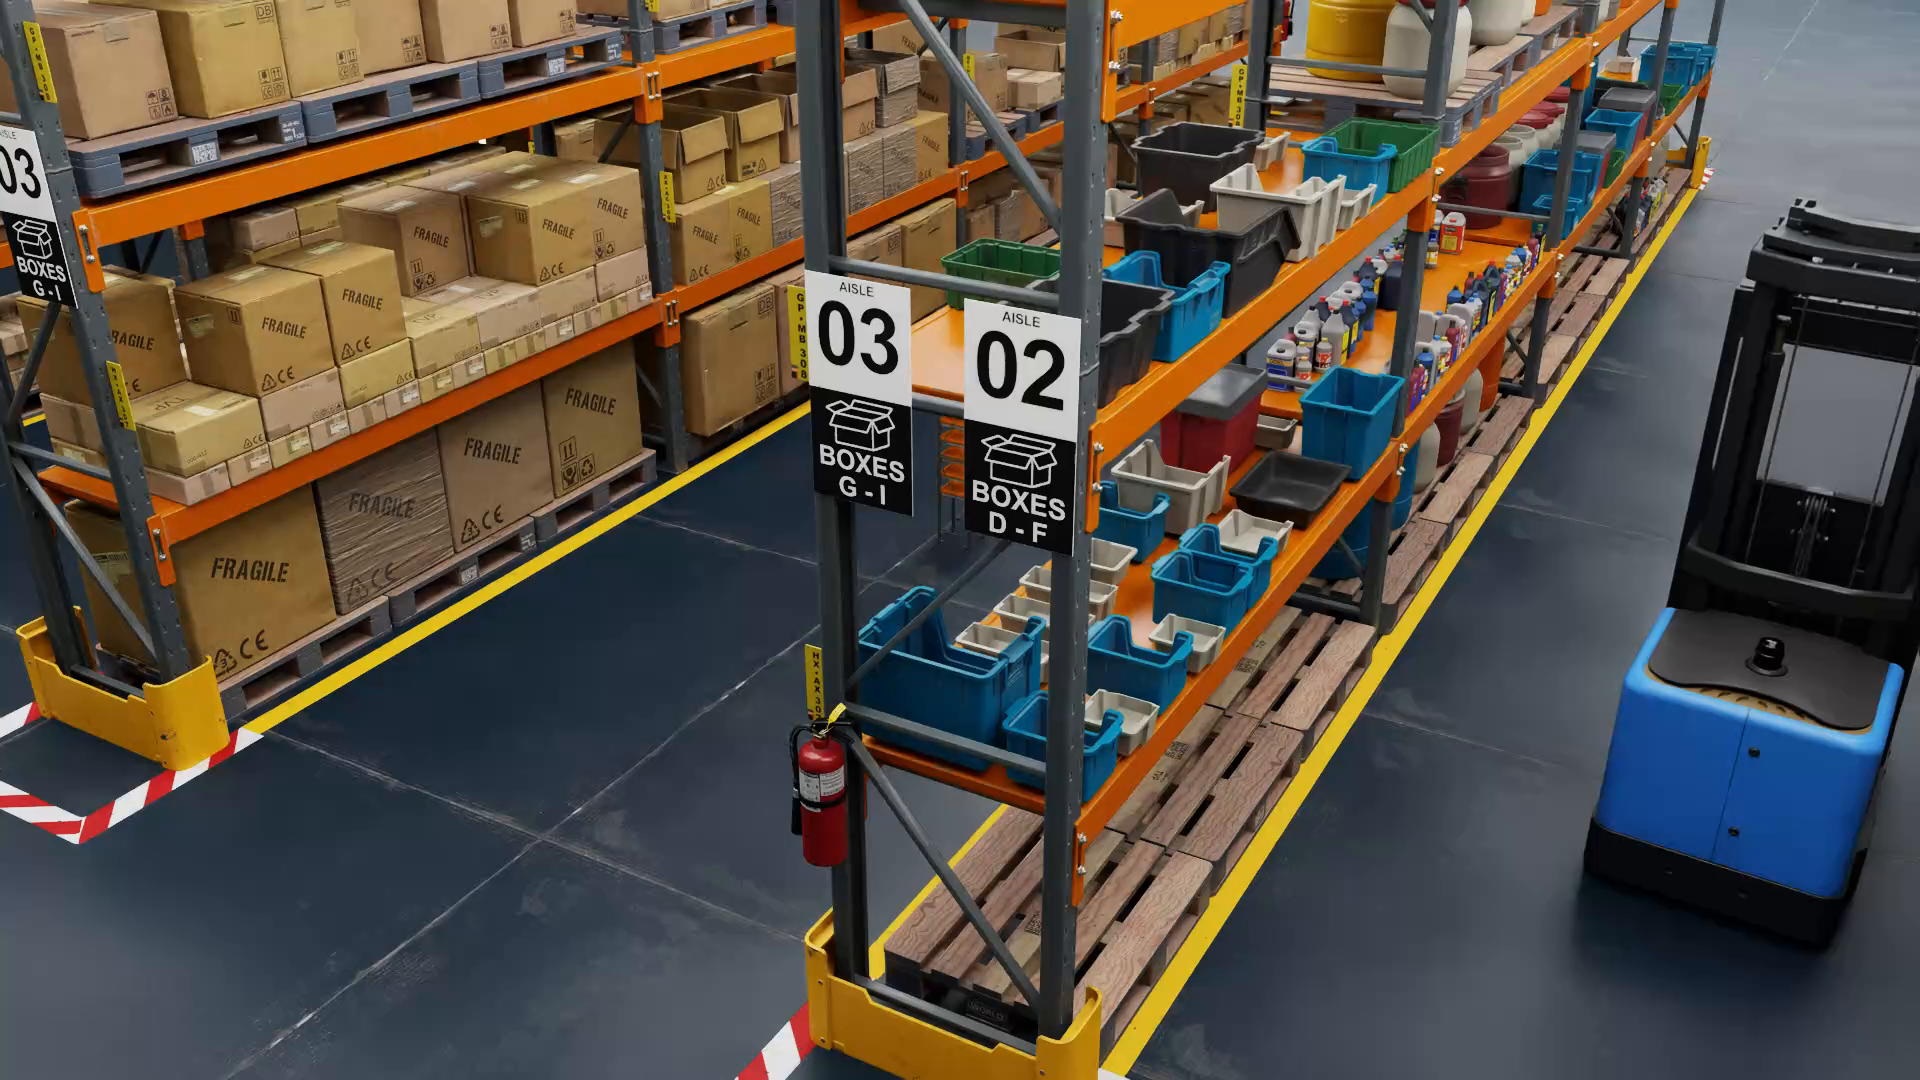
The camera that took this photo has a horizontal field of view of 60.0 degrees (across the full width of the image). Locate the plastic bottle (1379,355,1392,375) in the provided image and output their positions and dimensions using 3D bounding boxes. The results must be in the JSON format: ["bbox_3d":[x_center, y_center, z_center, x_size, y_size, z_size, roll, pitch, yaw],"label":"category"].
[{"bbox_3d":[2.405,-0.893,9.237,0.144,0.351,0.185,14,30,26],"label":"plastic bottle"}]

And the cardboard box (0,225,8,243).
[{"bbox_3d":[-7.230,-2.270,12.214,0.380,0.149,0.250,14,30,25],"label":"cardboard box"}]

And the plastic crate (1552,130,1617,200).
[{"bbox_3d":[4.959,-2.983,13.287,0.402,0.464,0.583,14,30,26],"label":"plastic crate"}]

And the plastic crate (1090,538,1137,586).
[{"bbox_3d":[0.606,0.116,7.395,0.298,0.136,0.250,14,30,26],"label":"plastic crate"}]

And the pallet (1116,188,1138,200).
[{"bbox_3d":[1.172,-3.491,17.488,1.003,0.211,1.213,14,30,26],"label":"pallet"}]

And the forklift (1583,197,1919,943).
[{"bbox_3d":[4.088,-0.194,7.863,1.130,2.935,3.031,16,31,29],"label":"forklift"}]

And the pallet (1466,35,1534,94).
[{"bbox_3d":[2.786,-2.860,9.972,1.003,0.211,1.213,14,30,26],"label":"pallet"}]

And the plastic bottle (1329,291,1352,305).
[{"bbox_3d":[2.337,-1.394,10.322,0.152,0.276,0.135,14,30,26],"label":"plastic bottle"}]

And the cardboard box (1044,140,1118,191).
[{"bbox_3d":[1.233,-3.886,17.463,0.700,0.500,0.500,12,29,22],"label":"cardboard box"}]

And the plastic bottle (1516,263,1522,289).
[{"bbox_3d":[3.741,-1.807,11.230,0.097,0.201,0.097,0,27,0],"label":"plastic bottle"}]

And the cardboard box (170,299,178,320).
[{"bbox_3d":[-6.529,-1.909,13.595,0.380,0.149,0.250,15,30,27],"label":"cardboard box"}]

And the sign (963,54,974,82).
[{"bbox_3d":[0.071,-3.879,13.855,0.100,0.325,0.005,14,30,26],"label":"sign"}]

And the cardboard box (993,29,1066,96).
[{"bbox_3d":[0.781,-4.580,15.963,0.797,0.503,0.637,18,32,31],"label":"cardboard box"}]

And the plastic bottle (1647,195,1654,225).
[{"bbox_3d":[6.834,-3.285,16.504,0.061,0.283,0.133,16,31,28],"label":"plastic bottle"}]

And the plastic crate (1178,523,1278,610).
[{"bbox_3d":[1.166,0.120,7.279,0.416,0.233,0.300,14,30,26],"label":"plastic crate"}]

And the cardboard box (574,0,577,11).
[{"bbox_3d":[-4.206,-5.476,17.110,0.700,0.500,0.500,14,30,25],"label":"cardboard box"}]

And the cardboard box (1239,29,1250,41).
[{"bbox_3d":[3.223,-6.031,19.729,0.380,0.149,0.250,14,30,26],"label":"cardboard box"}]

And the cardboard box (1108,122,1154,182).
[{"bbox_3d":[1.785,-4.259,18.230,0.500,0.500,0.500,13,29,25],"label":"cardboard box"}]

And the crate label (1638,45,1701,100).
[{"bbox_3d":[7.163,-4.749,16.846,0.502,0.435,0.616,14,30,26],"label":"crate label"}]

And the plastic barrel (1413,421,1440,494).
[{"bbox_3d":[2.917,-0.593,10.894,0.421,0.512,0.421,0,27,0],"label":"plastic barrel"}]

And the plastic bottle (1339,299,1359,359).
[{"bbox_3d":[2.314,-1.282,10.014,0.144,0.351,0.185,14,30,26],"label":"plastic bottle"}]

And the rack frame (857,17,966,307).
[{"bbox_3d":[-0.414,-3.483,14.356,1.000,3.000,0.127,14,30,26],"label":"rack frame"}]

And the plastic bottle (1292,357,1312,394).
[{"bbox_3d":[1.960,-0.949,9.516,0.097,0.201,0.097,0,27,0],"label":"plastic bottle"}]

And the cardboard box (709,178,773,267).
[{"bbox_3d":[-1.692,-2.289,11.860,0.500,0.500,0.500,14,30,26],"label":"cardboard box"}]

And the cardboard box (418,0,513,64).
[{"bbox_3d":[-2.983,-3.015,9.379,0.700,0.500,0.500,16,31,29],"label":"cardboard box"}]

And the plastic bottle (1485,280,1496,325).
[{"bbox_3d":[3.352,-1.519,10.563,0.061,0.283,0.133,14,30,26],"label":"plastic bottle"}]

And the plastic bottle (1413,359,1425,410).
[{"bbox_3d":[2.548,-0.882,9.291,0.061,0.283,0.133,14,30,26],"label":"plastic bottle"}]

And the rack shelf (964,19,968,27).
[{"bbox_3d":[0.570,-5.282,15.403,1.077,0.370,4.000,14,30,26],"label":"rack shelf"}]

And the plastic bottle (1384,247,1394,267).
[{"bbox_3d":[2.868,-1.838,11.214,0.097,0.271,0.097,0,27,0],"label":"plastic bottle"}]

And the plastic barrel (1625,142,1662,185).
[{"bbox_3d":[7.330,-4.116,17.932,0.421,0.512,0.421,0,27,0],"label":"plastic barrel"}]

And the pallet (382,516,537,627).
[{"bbox_3d":[-3.423,0.080,10.355,1.003,0.211,1.213,14,30,26],"label":"pallet"}]

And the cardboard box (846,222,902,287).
[{"bbox_3d":[-1.217,-2.110,13.519,1.225,0.875,0.875,14,30,26],"label":"cardboard box"}]

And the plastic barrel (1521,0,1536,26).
[{"bbox_3d":[3.498,-3.409,10.544,0.301,0.262,0.301,0,27,0],"label":"plastic barrel"}]

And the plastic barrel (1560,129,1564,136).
[{"bbox_3d":[5.081,-3.407,14.360,0.301,0.262,0.301,0,27,0],"label":"plastic barrel"}]

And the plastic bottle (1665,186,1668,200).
[{"bbox_3d":[7.312,-3.643,17.311,0.097,0.201,0.097,0,27,0],"label":"plastic bottle"}]

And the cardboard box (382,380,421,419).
[{"bbox_3d":[-3.257,-0.820,9.317,0.380,0.149,0.250,14,30,26],"label":"cardboard box"}]

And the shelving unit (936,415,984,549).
[{"bbox_3d":[0.007,-0.542,10.493,0.258,1.200,0.189,14,30,26],"label":"shelving unit"}]

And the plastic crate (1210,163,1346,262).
[{"bbox_3d":[1.321,-1.358,6.894,0.437,0.282,0.530,14,30,26],"label":"plastic crate"}]

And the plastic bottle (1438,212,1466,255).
[{"bbox_3d":[3.536,-2.206,11.944,0.152,0.276,0.135,14,30,26],"label":"plastic bottle"}]

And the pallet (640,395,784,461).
[{"bbox_3d":[-2.068,-0.994,12.500,1.003,0.211,1.213,14,30,26],"label":"pallet"}]

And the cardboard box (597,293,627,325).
[{"bbox_3d":[-2.373,-1.520,10.716,0.380,0.149,0.250,15,30,27],"label":"cardboard box"}]

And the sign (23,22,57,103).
[{"bbox_3d":[-3.870,-2.008,6.994,0.100,0.325,0.005,14,30,26],"label":"sign"}]

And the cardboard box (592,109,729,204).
[{"bbox_3d":[-2.075,-2.668,11.496,0.797,0.503,0.637,13,30,25],"label":"cardboard box"}]

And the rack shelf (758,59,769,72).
[{"bbox_3d":[-3.699,-5.072,18.335,1.077,0.370,4.000,14,30,26],"label":"rack shelf"}]

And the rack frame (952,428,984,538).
[{"bbox_3d":[0.052,-0.578,10.564,0.240,1.200,0.006,14,30,26],"label":"rack frame"}]

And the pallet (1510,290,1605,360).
[{"bbox_3d":[4.914,-1.912,14.334,1.003,0.211,1.213,14,30,26],"label":"pallet"}]

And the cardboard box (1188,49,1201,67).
[{"bbox_3d":[2.428,-5.333,18.333,0.380,0.149,0.250,14,30,26],"label":"cardboard box"}]

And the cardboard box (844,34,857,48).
[{"bbox_3d":[-1.905,-5.993,21.275,0.875,0.875,0.875,14,30,26],"label":"cardboard box"}]

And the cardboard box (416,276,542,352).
[{"bbox_3d":[-2.874,-1.359,9.948,0.500,0.250,0.500,15,30,27],"label":"cardboard box"}]

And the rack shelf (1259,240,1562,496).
[{"bbox_3d":[2.914,-1.291,10.781,1.077,0.370,4.000,14,30,26],"label":"rack shelf"}]

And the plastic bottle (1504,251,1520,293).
[{"bbox_3d":[3.693,-1.800,11.139,0.097,0.271,0.097,0,27,0],"label":"plastic bottle"}]

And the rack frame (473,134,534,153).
[{"bbox_3d":[-4.683,-4.614,16.617,1.000,3.000,0.127,14,30,26],"label":"rack frame"}]

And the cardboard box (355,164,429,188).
[{"bbox_3d":[-5.294,-3.302,15.480,0.500,0.250,0.500,15,30,27],"label":"cardboard box"}]

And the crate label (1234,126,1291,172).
[{"bbox_3d":[1.438,-1.929,8.197,0.293,0.136,0.466,14,30,26],"label":"crate label"}]

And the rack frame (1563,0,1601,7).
[{"bbox_3d":[3.898,-5.075,10.835,1.000,3.000,0.127,14,30,26],"label":"rack frame"}]

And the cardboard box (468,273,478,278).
[{"bbox_3d":[-3.090,-1.672,10.574,0.500,0.250,0.500,14,30,26],"label":"cardboard box"}]

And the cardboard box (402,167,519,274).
[{"bbox_3d":[-3.089,-2.004,10.401,0.500,0.500,0.500,14,30,26],"label":"cardboard box"}]
